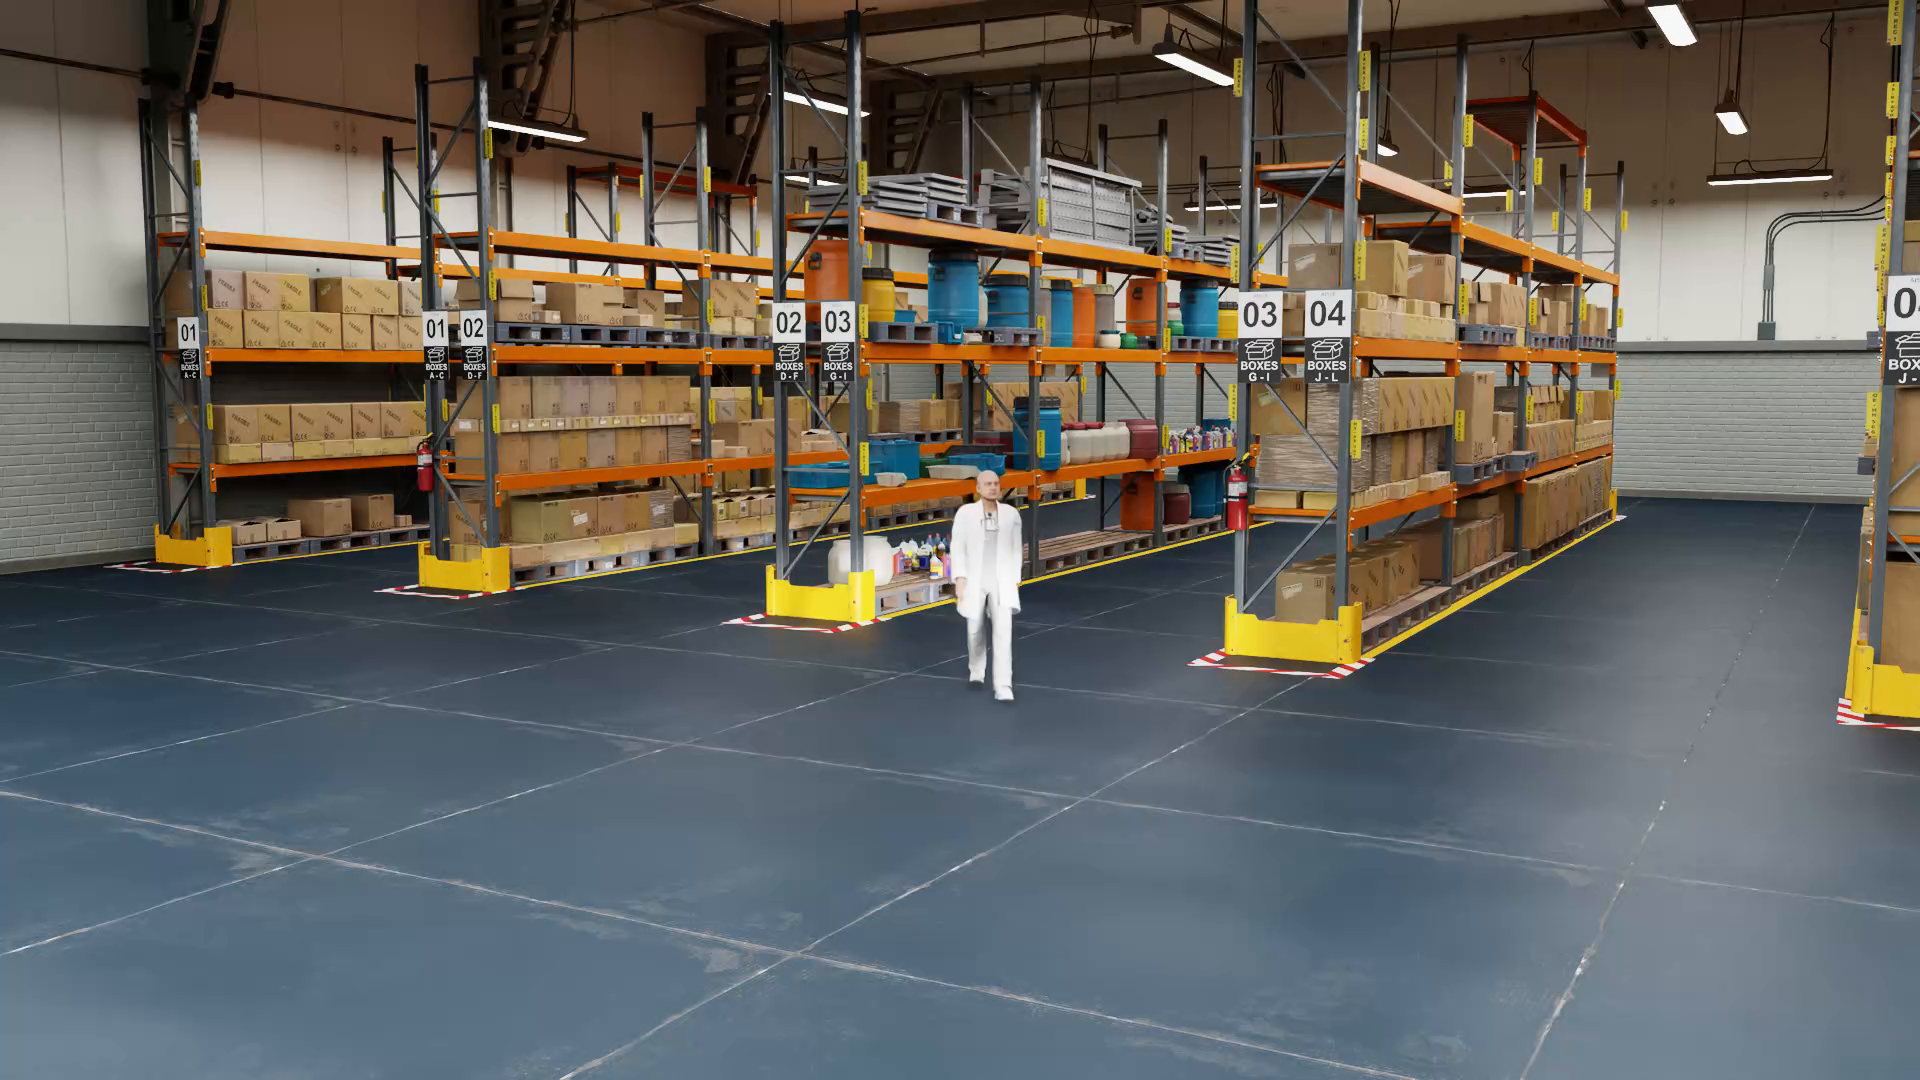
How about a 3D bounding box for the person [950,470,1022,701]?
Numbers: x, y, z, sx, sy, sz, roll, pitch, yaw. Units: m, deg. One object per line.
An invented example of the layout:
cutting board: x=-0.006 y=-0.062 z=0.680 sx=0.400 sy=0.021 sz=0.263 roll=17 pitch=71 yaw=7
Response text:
person: x=0.204 y=0.331 z=12.802 sx=0.563 sy=1.726 sz=1.118 roll=0 pitch=6 yaw=-1
